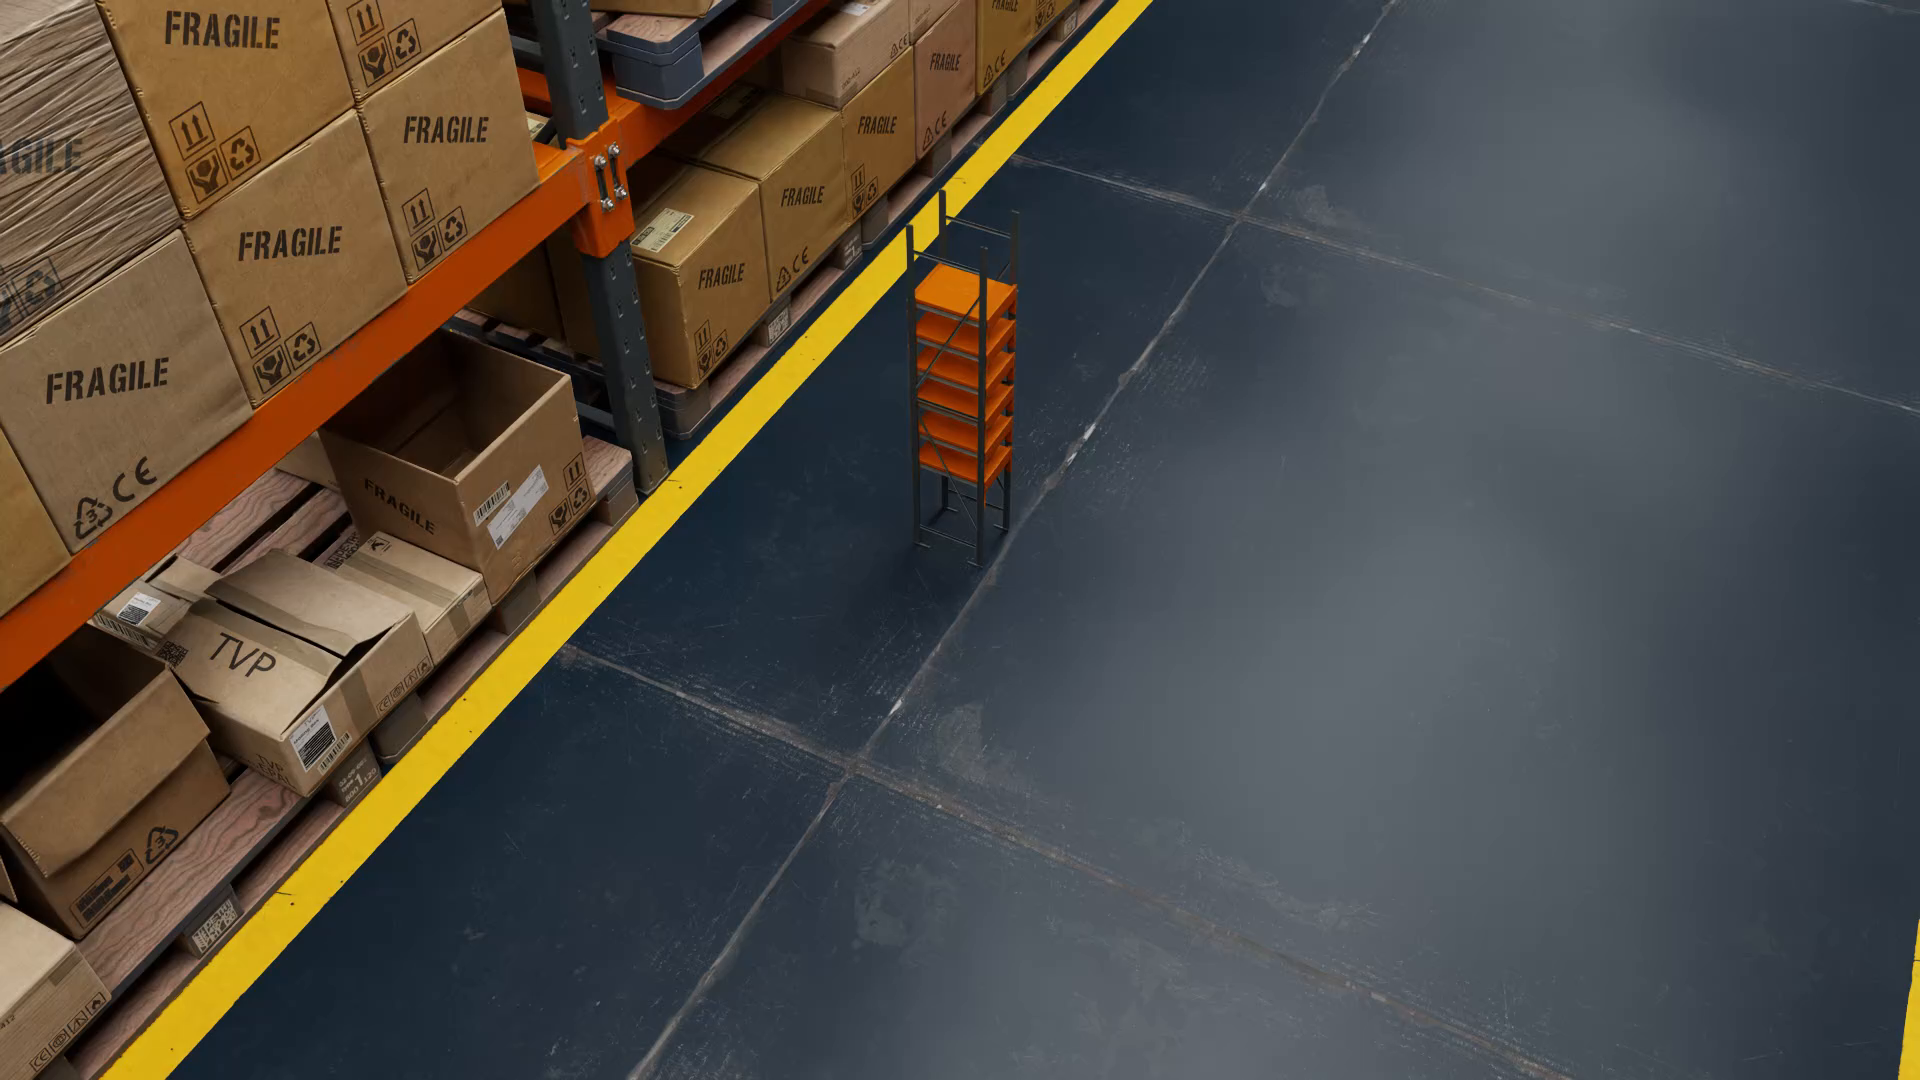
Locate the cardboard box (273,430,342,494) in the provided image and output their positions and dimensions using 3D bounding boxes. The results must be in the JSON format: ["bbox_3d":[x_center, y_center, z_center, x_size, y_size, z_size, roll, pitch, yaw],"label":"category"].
[{"bbox_3d":[-1.809,-0.412,5.129,0.500,0.311,0.500,20,49,19],"label":"cardboard box"}]

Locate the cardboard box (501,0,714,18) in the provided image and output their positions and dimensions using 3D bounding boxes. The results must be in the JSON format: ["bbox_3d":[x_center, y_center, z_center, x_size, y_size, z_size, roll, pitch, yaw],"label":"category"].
[{"bbox_3d":[-1.004,-1.803,4.557,0.700,0.500,0.500,6,46,6],"label":"cardboard box"}]

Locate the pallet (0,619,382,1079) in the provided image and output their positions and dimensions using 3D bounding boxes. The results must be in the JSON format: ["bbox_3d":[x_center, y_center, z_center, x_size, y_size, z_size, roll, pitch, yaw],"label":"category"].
[{"bbox_3d":[-2.307,0.789,4.322,1.003,0.211,1.213,20,49,19],"label":"pallet"}]

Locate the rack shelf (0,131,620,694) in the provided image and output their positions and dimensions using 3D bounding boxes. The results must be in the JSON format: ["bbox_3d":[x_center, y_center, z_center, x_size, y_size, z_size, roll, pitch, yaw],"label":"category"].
[{"bbox_3d":[-2.351,0.117,3.531,1.077,0.370,4.000,20,49,19],"label":"rack shelf"}]

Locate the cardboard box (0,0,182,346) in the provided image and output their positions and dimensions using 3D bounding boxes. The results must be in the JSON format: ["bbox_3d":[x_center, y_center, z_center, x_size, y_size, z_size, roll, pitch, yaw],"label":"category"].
[{"bbox_3d":[-1.897,-0.737,3.096,0.500,0.500,0.500,21,49,19],"label":"cardboard box"}]

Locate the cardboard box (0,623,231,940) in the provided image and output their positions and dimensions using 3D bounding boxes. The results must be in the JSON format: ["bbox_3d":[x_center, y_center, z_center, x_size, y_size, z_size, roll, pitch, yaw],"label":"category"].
[{"bbox_3d":[-2.290,0.513,4.080,0.797,0.503,0.637,20,49,19],"label":"cardboard box"}]

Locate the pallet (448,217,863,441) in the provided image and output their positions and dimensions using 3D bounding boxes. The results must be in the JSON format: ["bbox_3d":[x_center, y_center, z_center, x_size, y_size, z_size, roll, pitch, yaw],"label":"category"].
[{"bbox_3d":[-1.078,-0.940,6.031,1.003,0.211,1.213,20,49,19],"label":"pallet"}]

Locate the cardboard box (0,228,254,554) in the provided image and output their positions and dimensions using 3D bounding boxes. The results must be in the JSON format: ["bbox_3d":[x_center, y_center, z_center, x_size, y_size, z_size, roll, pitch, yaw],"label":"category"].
[{"bbox_3d":[-1.902,-0.381,3.448,0.500,0.500,0.500,22,49,20],"label":"cardboard box"}]

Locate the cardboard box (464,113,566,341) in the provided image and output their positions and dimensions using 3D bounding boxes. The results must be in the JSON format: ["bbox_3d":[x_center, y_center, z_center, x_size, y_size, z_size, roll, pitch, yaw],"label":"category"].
[{"bbox_3d":[-1.447,-1.077,5.654,0.500,0.500,0.500,20,49,19],"label":"cardboard box"}]

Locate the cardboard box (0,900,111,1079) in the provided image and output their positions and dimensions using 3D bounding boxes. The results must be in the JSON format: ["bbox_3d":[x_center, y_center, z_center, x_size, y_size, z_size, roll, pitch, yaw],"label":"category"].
[{"bbox_3d":[-2.311,1.057,3.720,0.500,0.250,0.500,20,49,19],"label":"cardboard box"}]

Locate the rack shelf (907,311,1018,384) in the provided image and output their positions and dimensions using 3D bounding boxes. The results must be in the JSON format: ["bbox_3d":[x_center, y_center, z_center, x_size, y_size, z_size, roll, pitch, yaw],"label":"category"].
[{"bbox_3d":[0.007,-0.568,4.693,0.258,0.103,0.180,20,49,19],"label":"rack shelf"}]

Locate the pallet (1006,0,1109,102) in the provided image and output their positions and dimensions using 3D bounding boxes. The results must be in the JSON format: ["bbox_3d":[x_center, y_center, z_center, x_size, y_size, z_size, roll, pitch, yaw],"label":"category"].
[{"bbox_3d":[0.054,-2.477,7.550,1.003,0.211,1.213,20,49,19],"label":"pallet"}]

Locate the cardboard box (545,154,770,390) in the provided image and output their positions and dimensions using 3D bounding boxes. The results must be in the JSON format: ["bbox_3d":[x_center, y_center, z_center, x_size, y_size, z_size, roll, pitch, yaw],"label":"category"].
[{"bbox_3d":[-0.982,-0.896,5.475,0.500,0.500,0.500,18,48,17],"label":"cardboard box"}]

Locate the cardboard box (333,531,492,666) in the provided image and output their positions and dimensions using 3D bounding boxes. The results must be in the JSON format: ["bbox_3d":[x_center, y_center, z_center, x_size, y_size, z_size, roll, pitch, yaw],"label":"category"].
[{"bbox_3d":[-1.557,0.161,4.677,0.380,0.149,0.250,20,49,19],"label":"cardboard box"}]

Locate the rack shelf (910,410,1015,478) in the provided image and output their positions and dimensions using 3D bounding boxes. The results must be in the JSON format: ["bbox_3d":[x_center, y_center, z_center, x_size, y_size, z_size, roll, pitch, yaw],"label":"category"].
[{"bbox_3d":[0.007,-0.315,4.949,0.258,0.103,0.180,20,49,19],"label":"rack shelf"}]

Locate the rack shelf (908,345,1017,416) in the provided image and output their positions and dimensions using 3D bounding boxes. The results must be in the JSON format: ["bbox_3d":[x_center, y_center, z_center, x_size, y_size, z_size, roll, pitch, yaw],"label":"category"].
[{"bbox_3d":[0.007,-0.484,4.779,0.258,0.103,0.180,20,49,19],"label":"rack shelf"}]

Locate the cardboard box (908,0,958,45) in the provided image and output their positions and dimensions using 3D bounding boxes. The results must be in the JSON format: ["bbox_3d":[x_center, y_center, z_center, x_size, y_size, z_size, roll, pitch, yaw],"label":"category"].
[{"bbox_3d":[-0.285,-2.106,6.143,0.500,0.250,0.500,20,49,18],"label":"cardboard box"}]

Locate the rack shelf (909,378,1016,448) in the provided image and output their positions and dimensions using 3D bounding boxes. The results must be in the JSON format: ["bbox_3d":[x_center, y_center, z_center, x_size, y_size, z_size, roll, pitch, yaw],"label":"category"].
[{"bbox_3d":[0.007,-0.400,4.864,0.258,0.103,0.180,20,49,19],"label":"rack shelf"}]

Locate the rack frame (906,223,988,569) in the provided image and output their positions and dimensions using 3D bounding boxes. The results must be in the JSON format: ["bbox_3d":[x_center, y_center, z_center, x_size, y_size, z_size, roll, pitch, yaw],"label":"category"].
[{"bbox_3d":[-0.036,-0.373,4.775,0.240,1.200,0.006,20,49,19],"label":"rack frame"}]

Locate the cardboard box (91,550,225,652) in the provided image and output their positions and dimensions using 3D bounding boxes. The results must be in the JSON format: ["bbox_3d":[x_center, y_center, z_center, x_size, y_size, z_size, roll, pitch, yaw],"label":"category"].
[{"bbox_3d":[-2.202,0.187,4.639,0.380,0.166,0.250,20,49,19],"label":"cardboard box"}]

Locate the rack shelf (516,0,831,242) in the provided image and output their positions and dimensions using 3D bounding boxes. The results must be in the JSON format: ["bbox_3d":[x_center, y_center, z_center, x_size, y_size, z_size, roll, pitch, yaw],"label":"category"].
[{"bbox_3d":[-0.494,-2.403,6.021,1.077,0.370,4.000,20,49,19],"label":"rack shelf"}]

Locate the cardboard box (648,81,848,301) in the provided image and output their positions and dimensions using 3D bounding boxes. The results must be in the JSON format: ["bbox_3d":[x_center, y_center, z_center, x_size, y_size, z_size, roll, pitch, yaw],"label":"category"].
[{"bbox_3d":[-0.744,-1.235,5.810,0.500,0.500,0.500,21,49,20],"label":"cardboard box"}]

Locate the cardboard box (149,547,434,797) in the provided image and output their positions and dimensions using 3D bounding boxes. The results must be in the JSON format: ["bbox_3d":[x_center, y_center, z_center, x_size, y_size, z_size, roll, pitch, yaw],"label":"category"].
[{"bbox_3d":[-1.784,0.320,4.406,0.500,0.311,0.500,20,49,19],"label":"cardboard box"}]

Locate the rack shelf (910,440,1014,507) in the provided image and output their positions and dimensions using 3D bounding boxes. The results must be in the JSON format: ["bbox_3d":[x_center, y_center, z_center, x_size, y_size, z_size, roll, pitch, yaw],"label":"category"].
[{"bbox_3d":[0.007,-0.231,5.035,0.258,0.103,0.180,20,49,19],"label":"rack shelf"}]

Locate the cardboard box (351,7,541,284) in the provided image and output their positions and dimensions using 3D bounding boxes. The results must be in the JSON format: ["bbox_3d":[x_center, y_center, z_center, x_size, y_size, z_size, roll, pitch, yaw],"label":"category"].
[{"bbox_3d":[-1.427,-1.031,4.090,0.500,0.500,0.500,21,49,20],"label":"cardboard box"}]

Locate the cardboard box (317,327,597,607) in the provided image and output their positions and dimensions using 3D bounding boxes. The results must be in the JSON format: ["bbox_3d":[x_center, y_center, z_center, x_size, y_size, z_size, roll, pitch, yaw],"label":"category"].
[{"bbox_3d":[-1.436,-0.219,4.806,0.500,0.500,0.500,20,49,19],"label":"cardboard box"}]

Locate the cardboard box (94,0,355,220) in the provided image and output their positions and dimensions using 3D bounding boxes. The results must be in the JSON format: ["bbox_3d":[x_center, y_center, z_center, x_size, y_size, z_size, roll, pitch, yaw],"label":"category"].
[{"bbox_3d":[-1.663,-1.054,3.410,0.500,0.500,0.500,20,49,18],"label":"cardboard box"}]

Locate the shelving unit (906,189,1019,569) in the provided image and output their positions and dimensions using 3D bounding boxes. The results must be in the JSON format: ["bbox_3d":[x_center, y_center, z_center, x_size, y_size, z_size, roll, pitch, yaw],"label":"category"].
[{"bbox_3d":[0.007,-0.431,4.832,0.258,1.200,0.189,20,49,19],"label":"shelving unit"}]

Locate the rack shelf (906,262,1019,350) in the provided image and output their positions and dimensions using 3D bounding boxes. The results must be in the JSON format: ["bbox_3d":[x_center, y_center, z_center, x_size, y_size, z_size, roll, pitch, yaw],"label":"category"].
[{"bbox_3d":[0.007,-0.653,4.608,0.258,0.103,0.180,20,49,19],"label":"rack shelf"}]

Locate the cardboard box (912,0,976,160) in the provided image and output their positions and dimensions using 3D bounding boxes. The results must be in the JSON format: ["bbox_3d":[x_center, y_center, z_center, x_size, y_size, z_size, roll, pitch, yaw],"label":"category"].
[{"bbox_3d":[-0.271,-1.866,6.434,0.500,0.500,0.500,19,48,18],"label":"cardboard box"}]

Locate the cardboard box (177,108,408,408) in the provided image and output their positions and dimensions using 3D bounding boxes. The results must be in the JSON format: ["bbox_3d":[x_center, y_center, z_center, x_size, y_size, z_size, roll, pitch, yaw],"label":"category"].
[{"bbox_3d":[-1.665,-0.706,3.768,0.500,0.500,0.500,22,49,20],"label":"cardboard box"}]

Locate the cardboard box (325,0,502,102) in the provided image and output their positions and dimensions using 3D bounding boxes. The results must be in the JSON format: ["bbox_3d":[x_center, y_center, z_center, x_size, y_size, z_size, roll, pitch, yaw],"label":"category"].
[{"bbox_3d":[-1.428,-1.378,3.730,0.500,0.500,0.500,21,49,19],"label":"cardboard box"}]

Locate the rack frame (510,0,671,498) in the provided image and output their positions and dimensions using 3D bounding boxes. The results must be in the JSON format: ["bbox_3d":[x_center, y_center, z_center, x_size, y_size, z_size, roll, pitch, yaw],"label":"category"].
[{"bbox_3d":[-1.422,-1.396,4.520,1.000,3.000,0.127,20,49,19],"label":"rack frame"}]

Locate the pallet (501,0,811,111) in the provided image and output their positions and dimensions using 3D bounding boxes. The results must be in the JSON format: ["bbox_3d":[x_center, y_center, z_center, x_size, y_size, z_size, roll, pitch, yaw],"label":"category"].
[{"bbox_3d":[-0.955,-1.795,5.050,1.003,0.211,1.213,20,49,19],"label":"pallet"}]

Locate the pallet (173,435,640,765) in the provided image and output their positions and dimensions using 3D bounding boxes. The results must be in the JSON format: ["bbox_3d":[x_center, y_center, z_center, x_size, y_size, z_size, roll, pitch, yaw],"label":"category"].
[{"bbox_3d":[-1.742,0.017,5.085,1.003,0.211,1.213,20,49,19],"label":"pallet"}]

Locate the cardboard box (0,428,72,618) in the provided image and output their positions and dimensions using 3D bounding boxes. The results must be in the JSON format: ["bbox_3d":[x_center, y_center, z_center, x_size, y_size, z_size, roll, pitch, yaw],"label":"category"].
[{"bbox_3d":[-2.136,-0.060,3.130,0.500,0.500,0.500,21,49,20],"label":"cardboard box"}]

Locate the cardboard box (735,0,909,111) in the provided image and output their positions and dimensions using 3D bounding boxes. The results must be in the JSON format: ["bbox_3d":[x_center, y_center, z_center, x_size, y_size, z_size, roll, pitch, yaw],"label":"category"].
[{"bbox_3d":[-0.518,-1.789,5.830,0.500,0.250,0.500,21,49,19],"label":"cardboard box"}]

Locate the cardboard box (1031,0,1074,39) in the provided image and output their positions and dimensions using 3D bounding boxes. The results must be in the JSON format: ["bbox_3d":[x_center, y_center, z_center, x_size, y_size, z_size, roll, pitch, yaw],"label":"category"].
[{"bbox_3d":[0.208,-2.525,7.084,0.500,0.500,0.500,22,49,21],"label":"cardboard box"}]

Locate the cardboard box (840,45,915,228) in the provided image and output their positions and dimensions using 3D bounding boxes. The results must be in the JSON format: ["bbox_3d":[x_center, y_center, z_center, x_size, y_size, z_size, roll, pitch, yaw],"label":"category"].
[{"bbox_3d":[-0.506,-1.548,6.119,0.500,0.500,0.500,21,49,20],"label":"cardboard box"}]

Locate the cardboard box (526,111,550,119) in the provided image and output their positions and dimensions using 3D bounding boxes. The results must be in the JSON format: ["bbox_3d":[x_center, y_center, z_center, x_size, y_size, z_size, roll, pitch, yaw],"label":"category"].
[{"bbox_3d":[-1.210,-1.386,5.959,0.500,0.500,0.500,21,49,19],"label":"cardboard box"}]

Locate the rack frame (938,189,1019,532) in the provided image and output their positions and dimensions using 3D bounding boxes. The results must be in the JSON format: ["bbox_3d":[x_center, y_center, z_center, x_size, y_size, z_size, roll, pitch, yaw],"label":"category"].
[{"bbox_3d":[0.049,-0.489,4.889,0.240,1.200,0.006,20,49,19],"label":"rack frame"}]

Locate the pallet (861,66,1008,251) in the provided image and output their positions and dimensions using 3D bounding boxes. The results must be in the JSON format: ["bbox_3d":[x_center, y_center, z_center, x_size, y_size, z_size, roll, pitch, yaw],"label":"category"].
[{"bbox_3d":[-0.513,-1.712,6.793,1.003,0.211,1.213,20,49,19],"label":"pallet"}]

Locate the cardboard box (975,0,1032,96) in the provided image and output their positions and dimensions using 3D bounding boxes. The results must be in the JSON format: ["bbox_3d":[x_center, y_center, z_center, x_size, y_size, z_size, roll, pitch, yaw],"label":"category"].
[{"bbox_3d":[-0.032,-2.199,6.762,0.500,0.500,0.500,19,48,18],"label":"cardboard box"}]
